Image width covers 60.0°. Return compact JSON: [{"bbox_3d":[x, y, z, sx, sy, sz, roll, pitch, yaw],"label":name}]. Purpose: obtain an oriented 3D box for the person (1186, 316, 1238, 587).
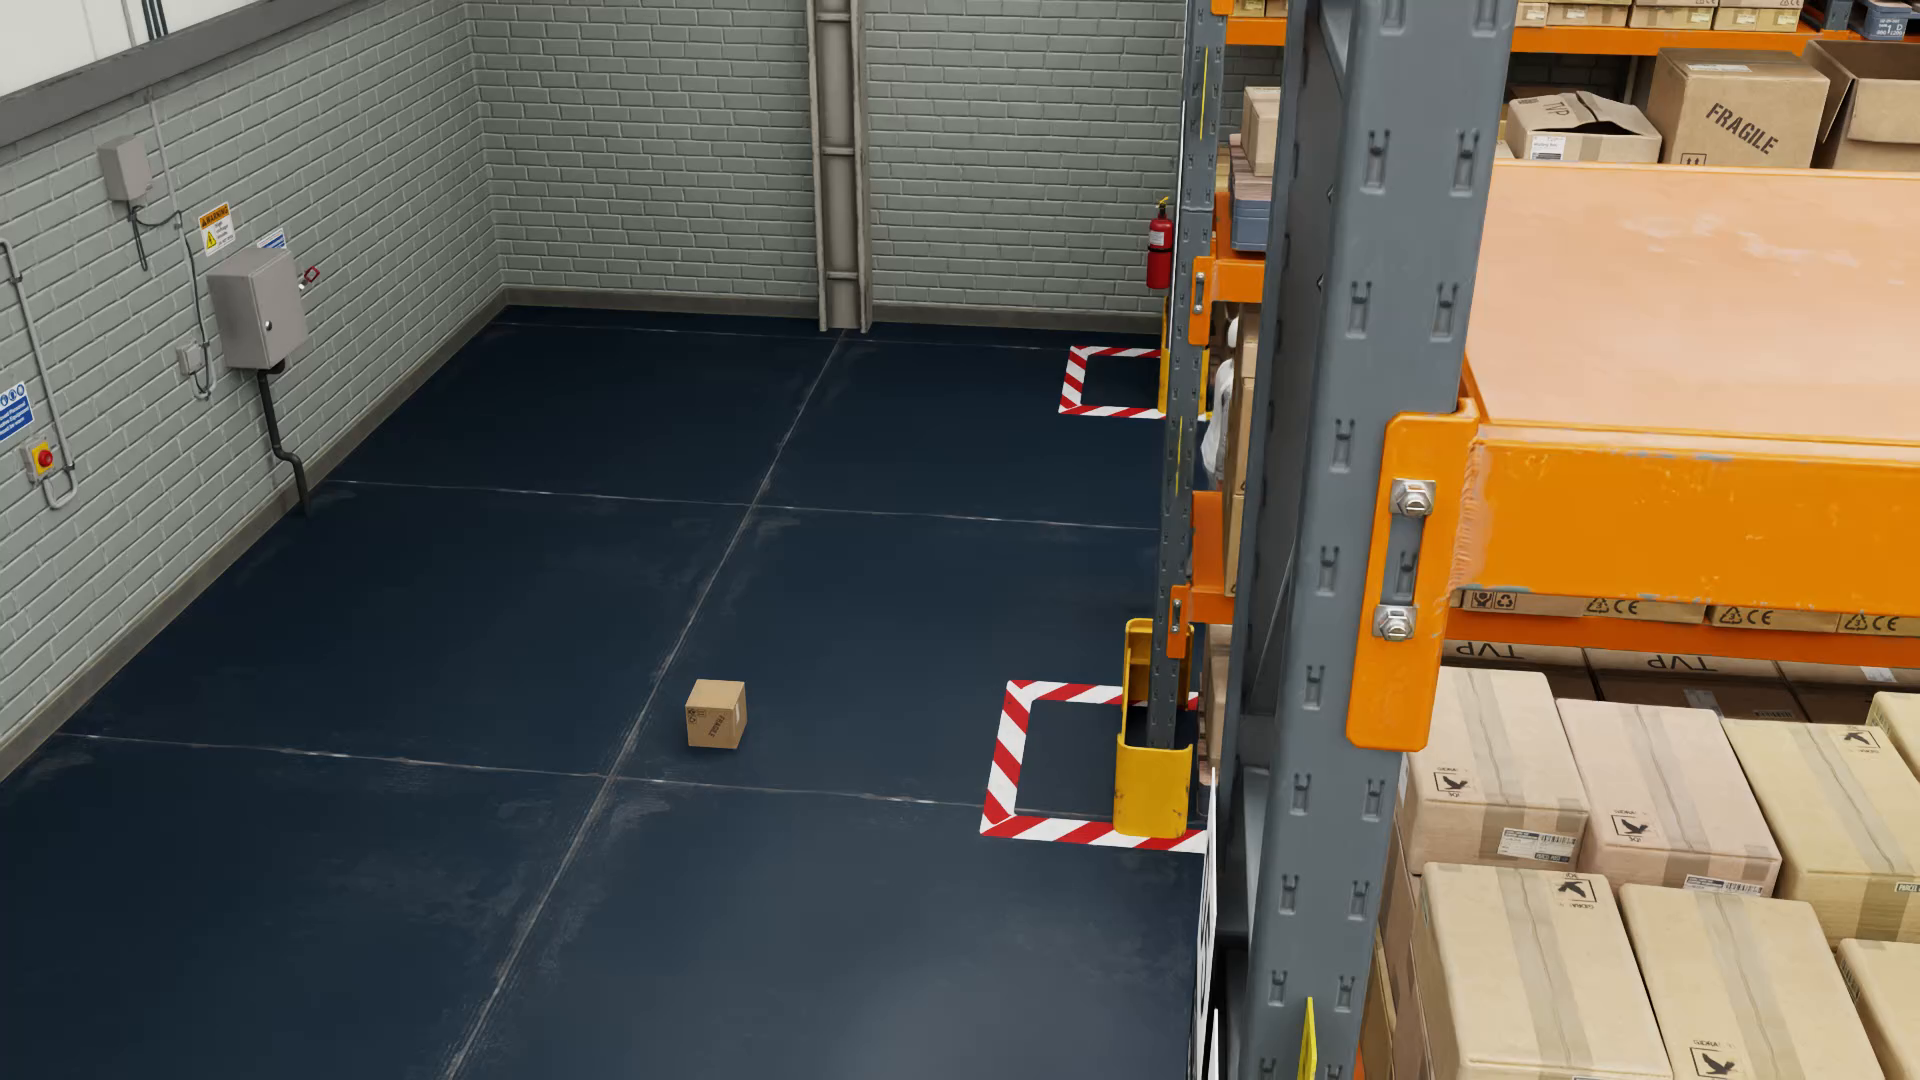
[{"bbox_3d":[1.567,-0.414,9.349,0.504,1.797,0.589,1,28,2],"label":"person"}]
